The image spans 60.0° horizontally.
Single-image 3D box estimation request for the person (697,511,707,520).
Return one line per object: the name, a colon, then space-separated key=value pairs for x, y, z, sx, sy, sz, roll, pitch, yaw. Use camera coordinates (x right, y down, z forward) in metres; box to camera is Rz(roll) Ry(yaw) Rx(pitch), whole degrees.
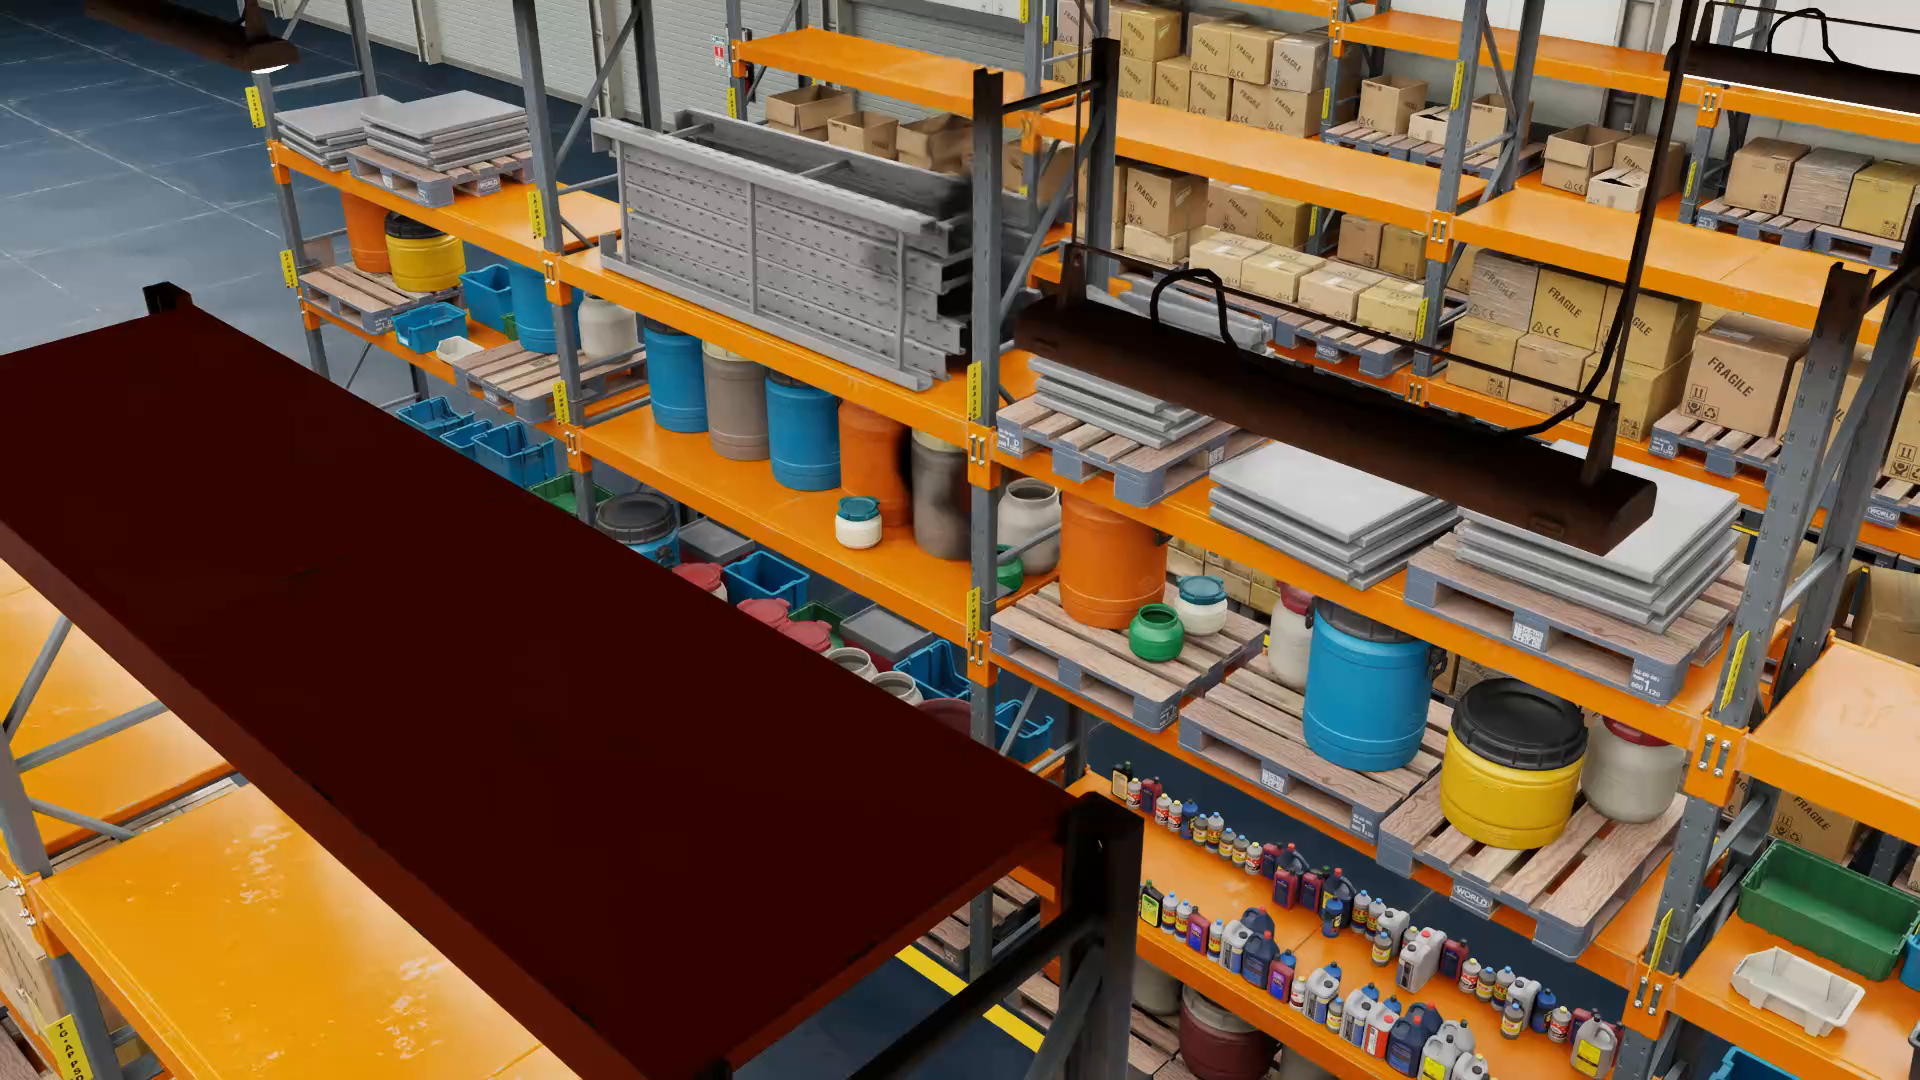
person: x=-2.169 y=-0.167 z=14.914 sx=0.664 sy=1.588 sz=0.611 roll=21 pitch=36 yaw=33
